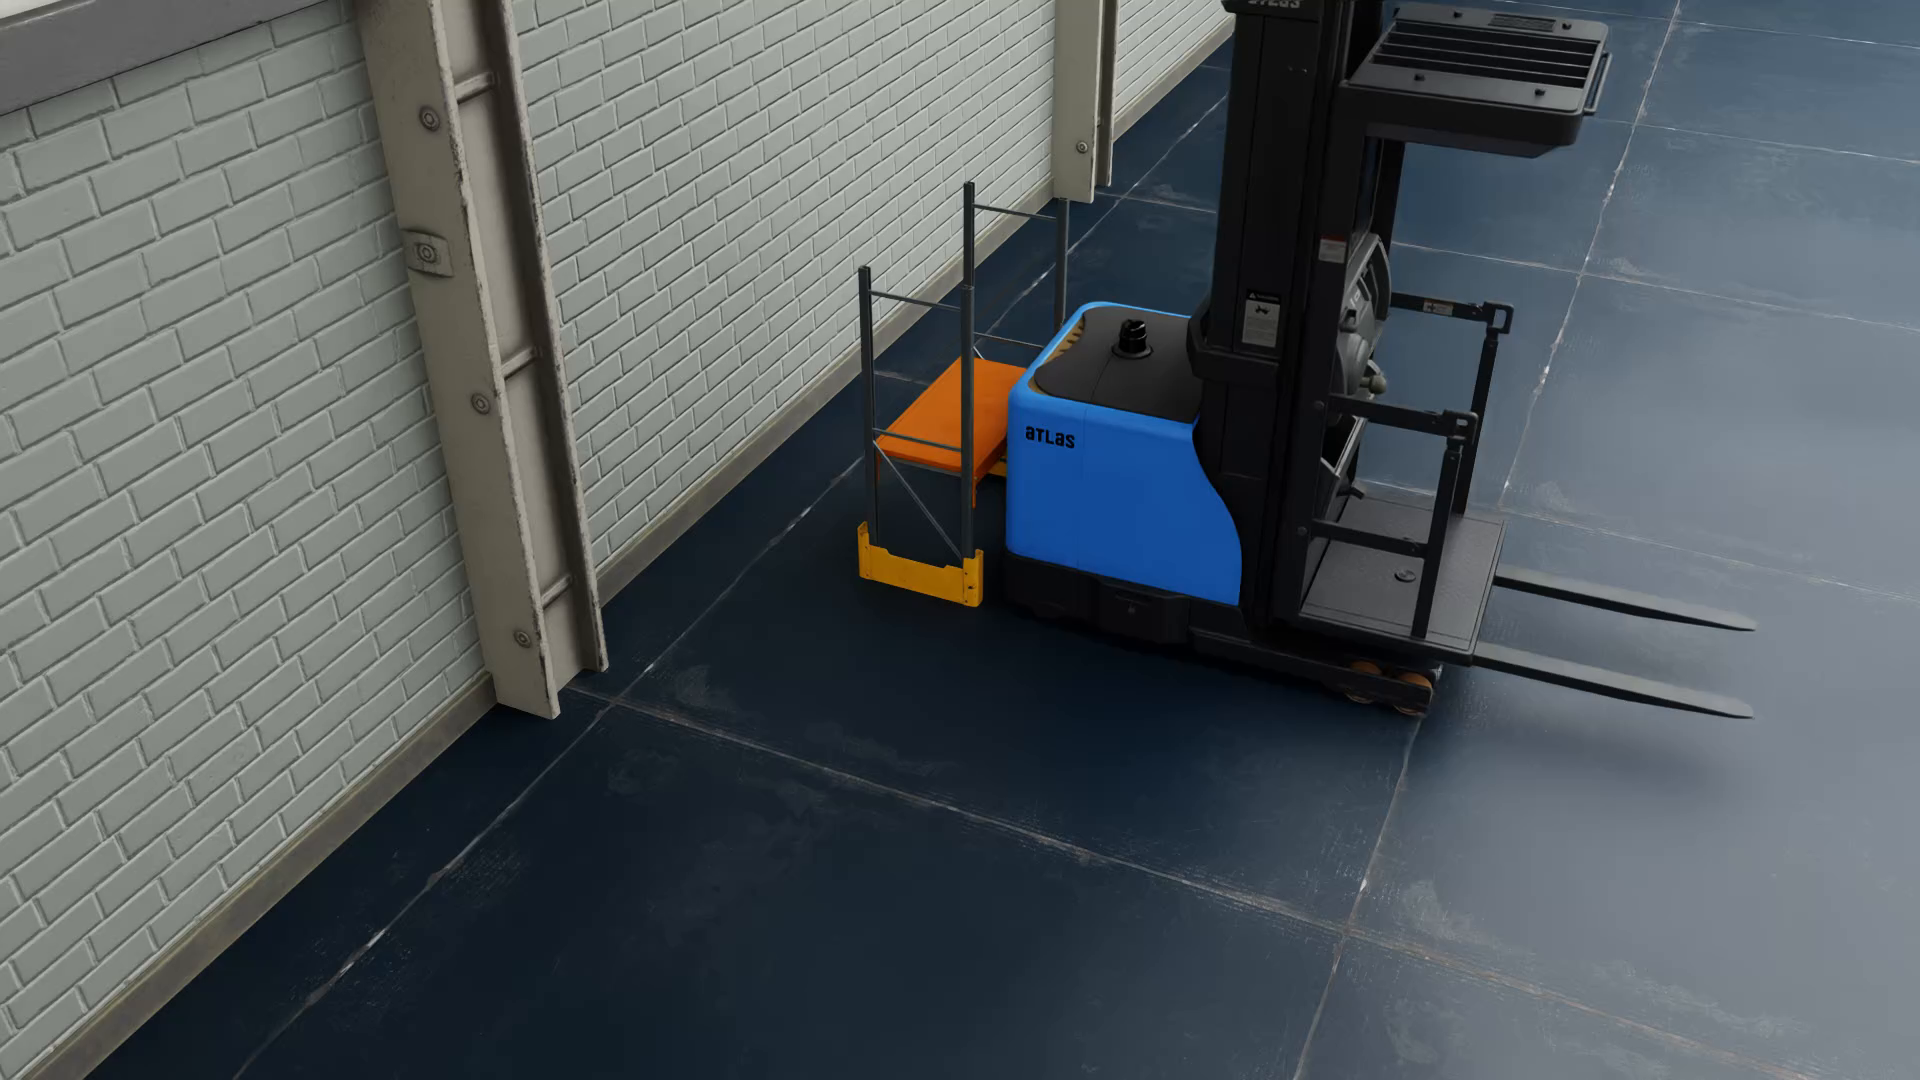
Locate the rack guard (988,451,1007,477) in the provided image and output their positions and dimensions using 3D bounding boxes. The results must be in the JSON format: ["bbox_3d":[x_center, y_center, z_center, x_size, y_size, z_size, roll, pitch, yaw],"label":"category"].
[{"bbox_3d":[0.240,-0.391,8.118,0.587,0.250,0.087,14,36,20],"label":"rack guard"}]

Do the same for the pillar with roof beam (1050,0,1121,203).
[{"bbox_3d":[4.734,-5.178,7.440,9.100,9.000,0.400,14,36,20],"label":"pillar with roof beam"}]

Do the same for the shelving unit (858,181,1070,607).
[{"bbox_3d":[0.032,-0.665,7.397,0.587,1.500,1.083,14,36,20],"label":"shelving unit"}]

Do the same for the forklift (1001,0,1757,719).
[{"bbox_3d":[1.746,-0.856,6.383,3.031,2.935,1.130,13,35,19],"label":"forklift"}]

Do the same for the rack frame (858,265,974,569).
[{"bbox_3d":[-0.177,-0.416,7.017,0.500,1.500,0.032,14,36,20],"label":"rack frame"}]

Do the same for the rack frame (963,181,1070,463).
[{"bbox_3d":[0.248,-0.923,7.790,0.500,1.500,0.032,14,36,20],"label":"rack frame"}]

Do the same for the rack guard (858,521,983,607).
[{"bbox_3d":[-0.176,0.106,7.361,0.587,0.250,0.087,14,36,20],"label":"rack guard"}]

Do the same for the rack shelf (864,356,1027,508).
[{"bbox_3d":[0.036,-0.519,7.502,0.538,0.185,1.000,14,36,20],"label":"rack shelf"}]

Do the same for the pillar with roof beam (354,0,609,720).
[{"bbox_3d":[2.224,-2.190,2.883,9.100,9.000,0.400,14,36,20],"label":"pillar with roof beam"}]
